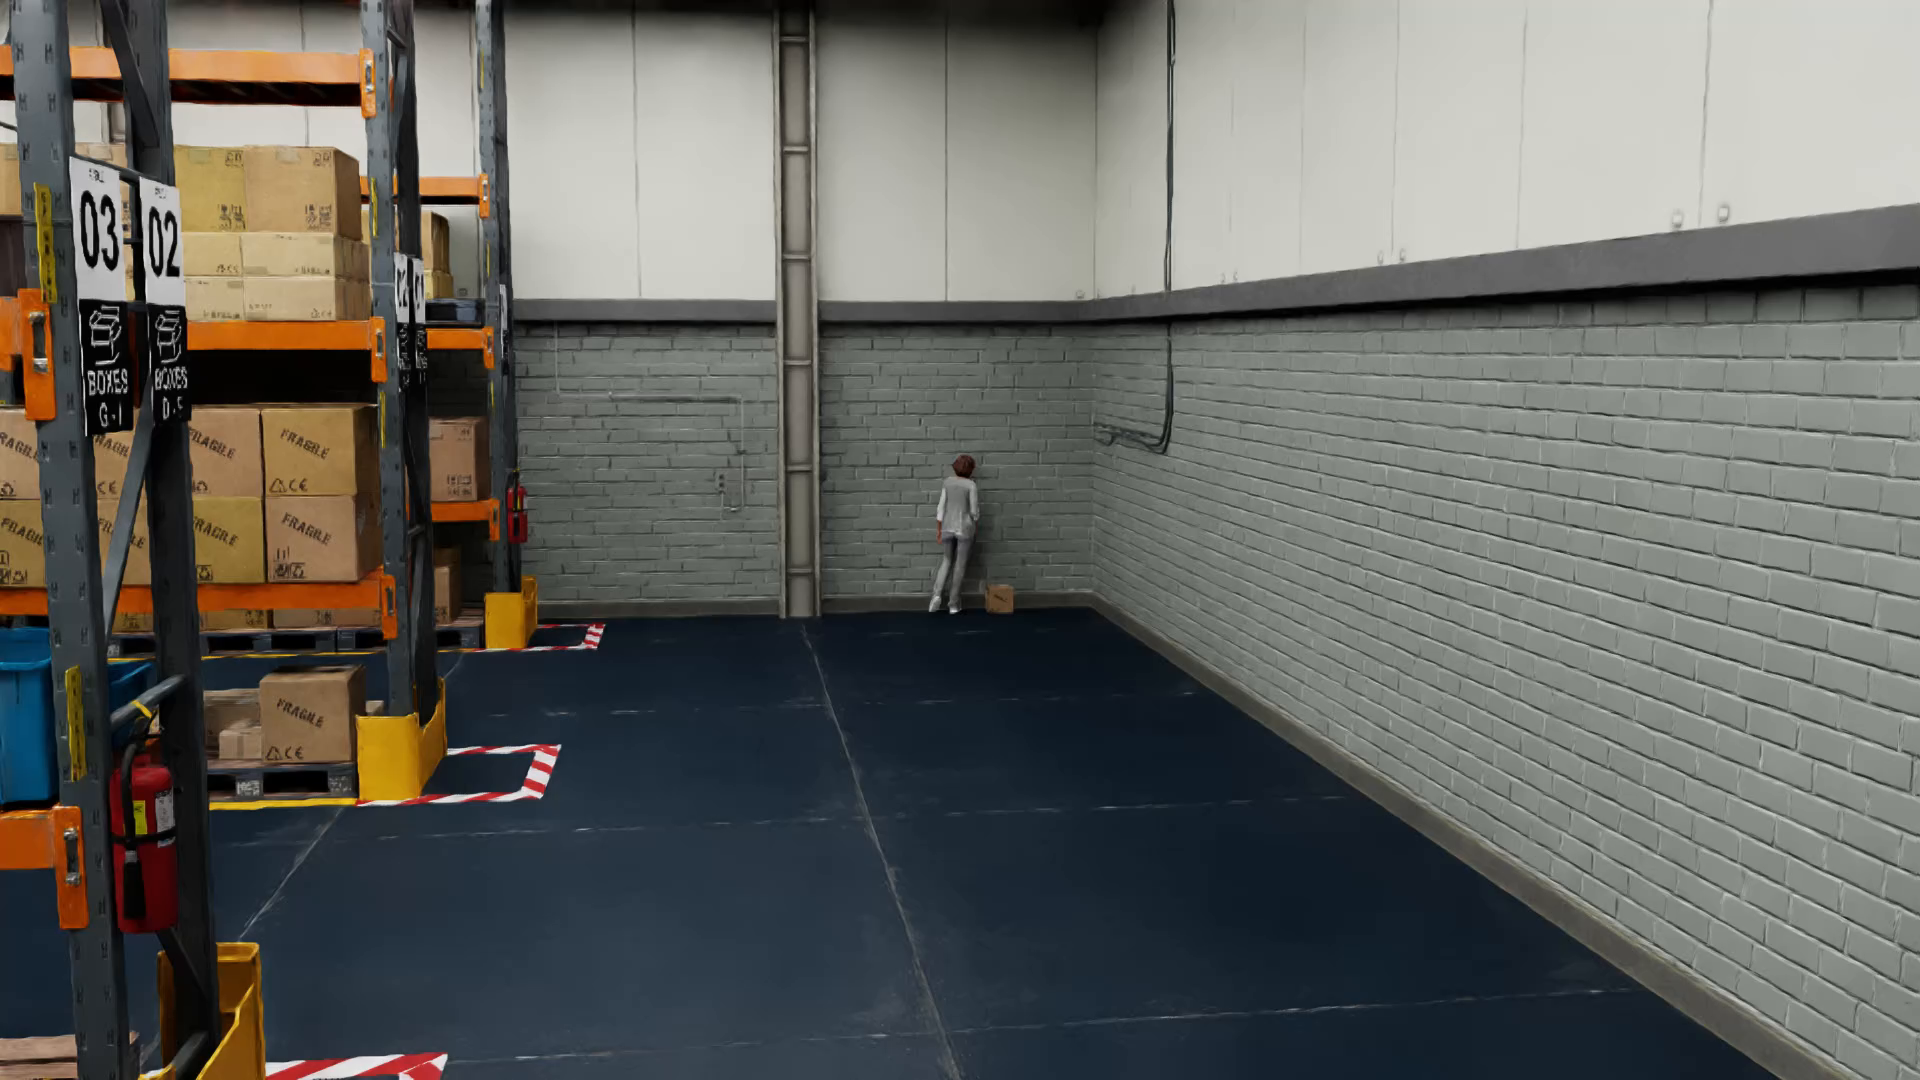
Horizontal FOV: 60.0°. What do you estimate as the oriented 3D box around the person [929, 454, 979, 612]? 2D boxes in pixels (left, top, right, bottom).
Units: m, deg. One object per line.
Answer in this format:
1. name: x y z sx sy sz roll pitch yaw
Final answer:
1. person: -0.051 -0.061 16.532 0.508 1.596 0.390 3 7 26
